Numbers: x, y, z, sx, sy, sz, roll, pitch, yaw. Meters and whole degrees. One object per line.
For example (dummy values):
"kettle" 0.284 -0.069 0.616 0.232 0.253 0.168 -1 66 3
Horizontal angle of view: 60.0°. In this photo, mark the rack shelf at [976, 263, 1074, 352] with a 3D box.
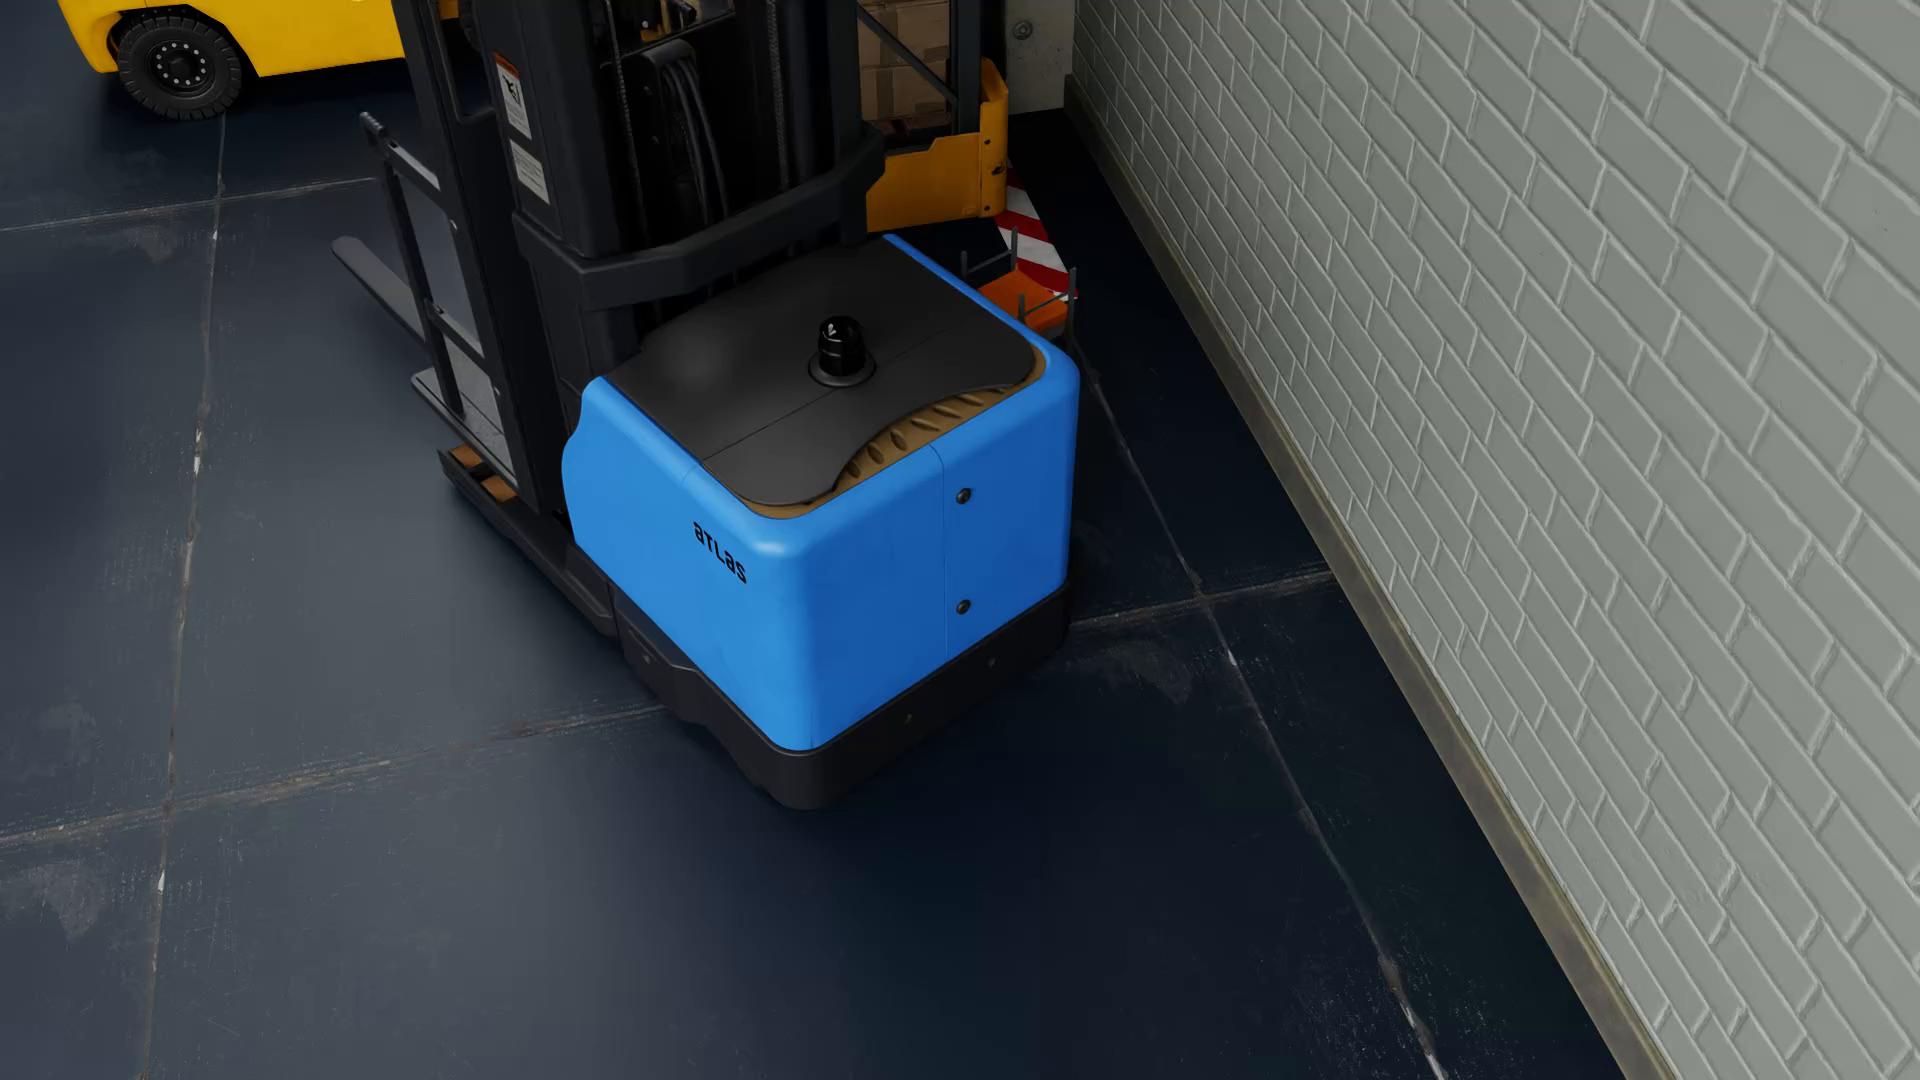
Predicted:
"rack shelf" 0.159 -0.585 4.706 0.215 0.259 0.240 -30 53 -26

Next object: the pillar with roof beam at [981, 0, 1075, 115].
"pillar with roof beam" -3.888 -4.314 3.177 9.100 9.000 0.400 -11 47 -10

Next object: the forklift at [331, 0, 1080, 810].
"forklift" -1.023 -1.285 4.457 1.130 2.935 3.031 -32 54 -27

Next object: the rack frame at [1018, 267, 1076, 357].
"rack frame" 0.235 -0.326 4.835 0.200 1.050 0.008 -30 53 -26

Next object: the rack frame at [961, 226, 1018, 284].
"rack frame" 0.082 -0.462 4.967 0.200 1.050 0.008 -30 53 -26

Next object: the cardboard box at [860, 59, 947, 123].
"cardboard box" -0.356 -1.915 6.658 0.500 0.250 0.500 -11 47 -10

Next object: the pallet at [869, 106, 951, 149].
"pallet" -0.655 -1.900 6.964 1.003 0.211 1.213 -11 47 -10

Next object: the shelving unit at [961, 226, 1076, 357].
"shelving unit" 0.159 -0.394 4.901 0.215 1.050 0.252 -30 53 -26

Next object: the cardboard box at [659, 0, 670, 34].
"cardboard box" -0.963 -2.152 6.890 0.500 0.250 0.500 -11 47 -10

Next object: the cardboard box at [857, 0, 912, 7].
"cardboard box" -0.359 -2.256 6.292 0.500 0.250 0.500 -11 47 -11

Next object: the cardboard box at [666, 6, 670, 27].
"cardboard box" -0.846 -1.994 6.385 0.500 0.250 0.500 -11 47 -11

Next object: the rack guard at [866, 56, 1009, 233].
"rack guard" -0.413 -1.464 6.335 1.175 0.500 0.348 -11 47 -10

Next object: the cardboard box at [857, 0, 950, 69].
"cardboard box" -0.339 -2.078 6.467 0.500 0.250 0.500 -10 46 -10

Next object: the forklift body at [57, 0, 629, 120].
"forklift body" -2.668 -3.034 6.717 2.313 2.155 1.214 -11 47 -10

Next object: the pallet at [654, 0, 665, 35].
"pallet" -0.964 -2.740 7.788 1.003 0.211 1.213 -11 47 -10

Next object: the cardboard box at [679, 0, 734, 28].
"cardboard box" -0.838 -2.151 6.189 0.500 0.250 0.500 -9 46 -9

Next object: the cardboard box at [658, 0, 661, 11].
"cardboard box" -1.082 -2.499 7.230 0.500 0.250 0.500 -10 46 -10

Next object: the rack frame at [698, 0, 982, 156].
"rack frame" -0.419 -2.355 5.458 1.000 3.000 0.127 -11 47 -10
